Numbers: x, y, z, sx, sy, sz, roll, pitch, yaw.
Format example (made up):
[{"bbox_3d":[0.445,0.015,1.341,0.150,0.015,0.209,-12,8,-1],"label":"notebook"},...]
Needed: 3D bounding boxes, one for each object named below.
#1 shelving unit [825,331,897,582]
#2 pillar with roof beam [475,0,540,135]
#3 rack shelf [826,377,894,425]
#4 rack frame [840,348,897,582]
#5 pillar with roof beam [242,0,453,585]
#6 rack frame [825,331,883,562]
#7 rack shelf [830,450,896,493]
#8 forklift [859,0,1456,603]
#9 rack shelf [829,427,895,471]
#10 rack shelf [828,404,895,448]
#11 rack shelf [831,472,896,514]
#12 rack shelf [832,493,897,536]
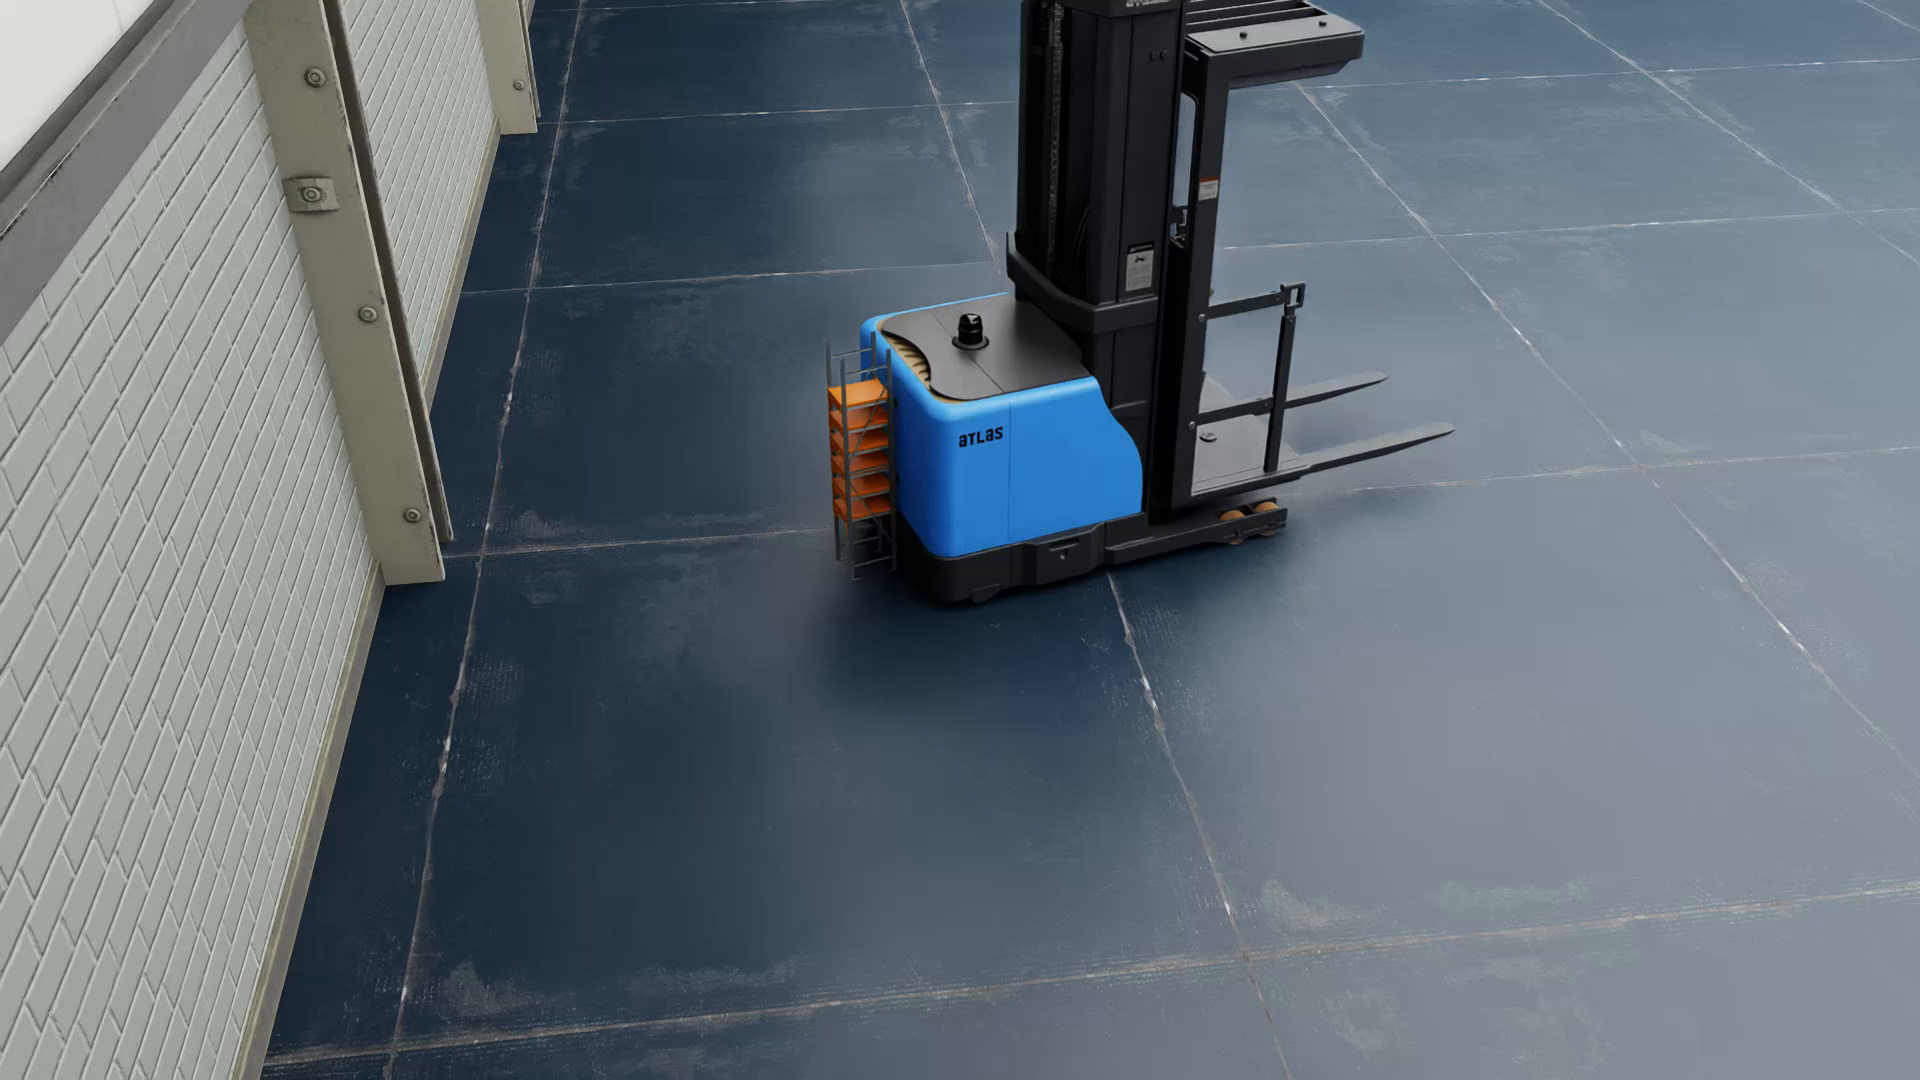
[{"bbox_3d":[-0.454,-0.372,7.730,0.258,1.200,0.189,-14,37,-20],"label":"shelving unit"},{"bbox_3d":[0.808,-7.297,10.967,9.100,9.000,0.400,-4,35,-6],"label":"pillar with roof beam"},{"bbox_3d":[-0.454,-0.633,7.553,0.258,0.103,0.180,-14,37,-20],"label":"rack shelf"},{"bbox_3d":[-0.416,-0.325,7.662,0.240,1.200,0.006,-14,37,-20],"label":"rack frame"},{"bbox_3d":[1.615,-3.949,6.054,9.100,9.000,0.400,-4,35,-6],"label":"pillar with roof beam"},{"bbox_3d":[-0.491,-0.419,7.799,0.240,1.200,0.006,-14,37,-20],"label":"rack frame"},{"bbox_3d":[-0.454,-0.335,7.755,0.258,0.103,0.180,-14,37,-20],"label":"rack shelf"},{"bbox_3d":[1.075,-1.450,7.775,3.031,2.935,1.130,-13,37,-19],"label":"forklift"},{"bbox_3d":[-0.454,-0.434,7.688,0.258,0.103,0.180,-14,37,-20],"label":"rack shelf"},{"bbox_3d":[-0.454,-0.534,7.620,0.258,0.103,0.180,-14,37,-20],"label":"rack shelf"},{"bbox_3d":[-0.454,-0.236,7.823,0.258,0.103,0.180,-14,37,-20],"label":"rack shelf"},{"bbox_3d":[-0.454,-0.137,7.891,0.258,0.103,0.180,-14,37,-20],"label":"rack shelf"}]
